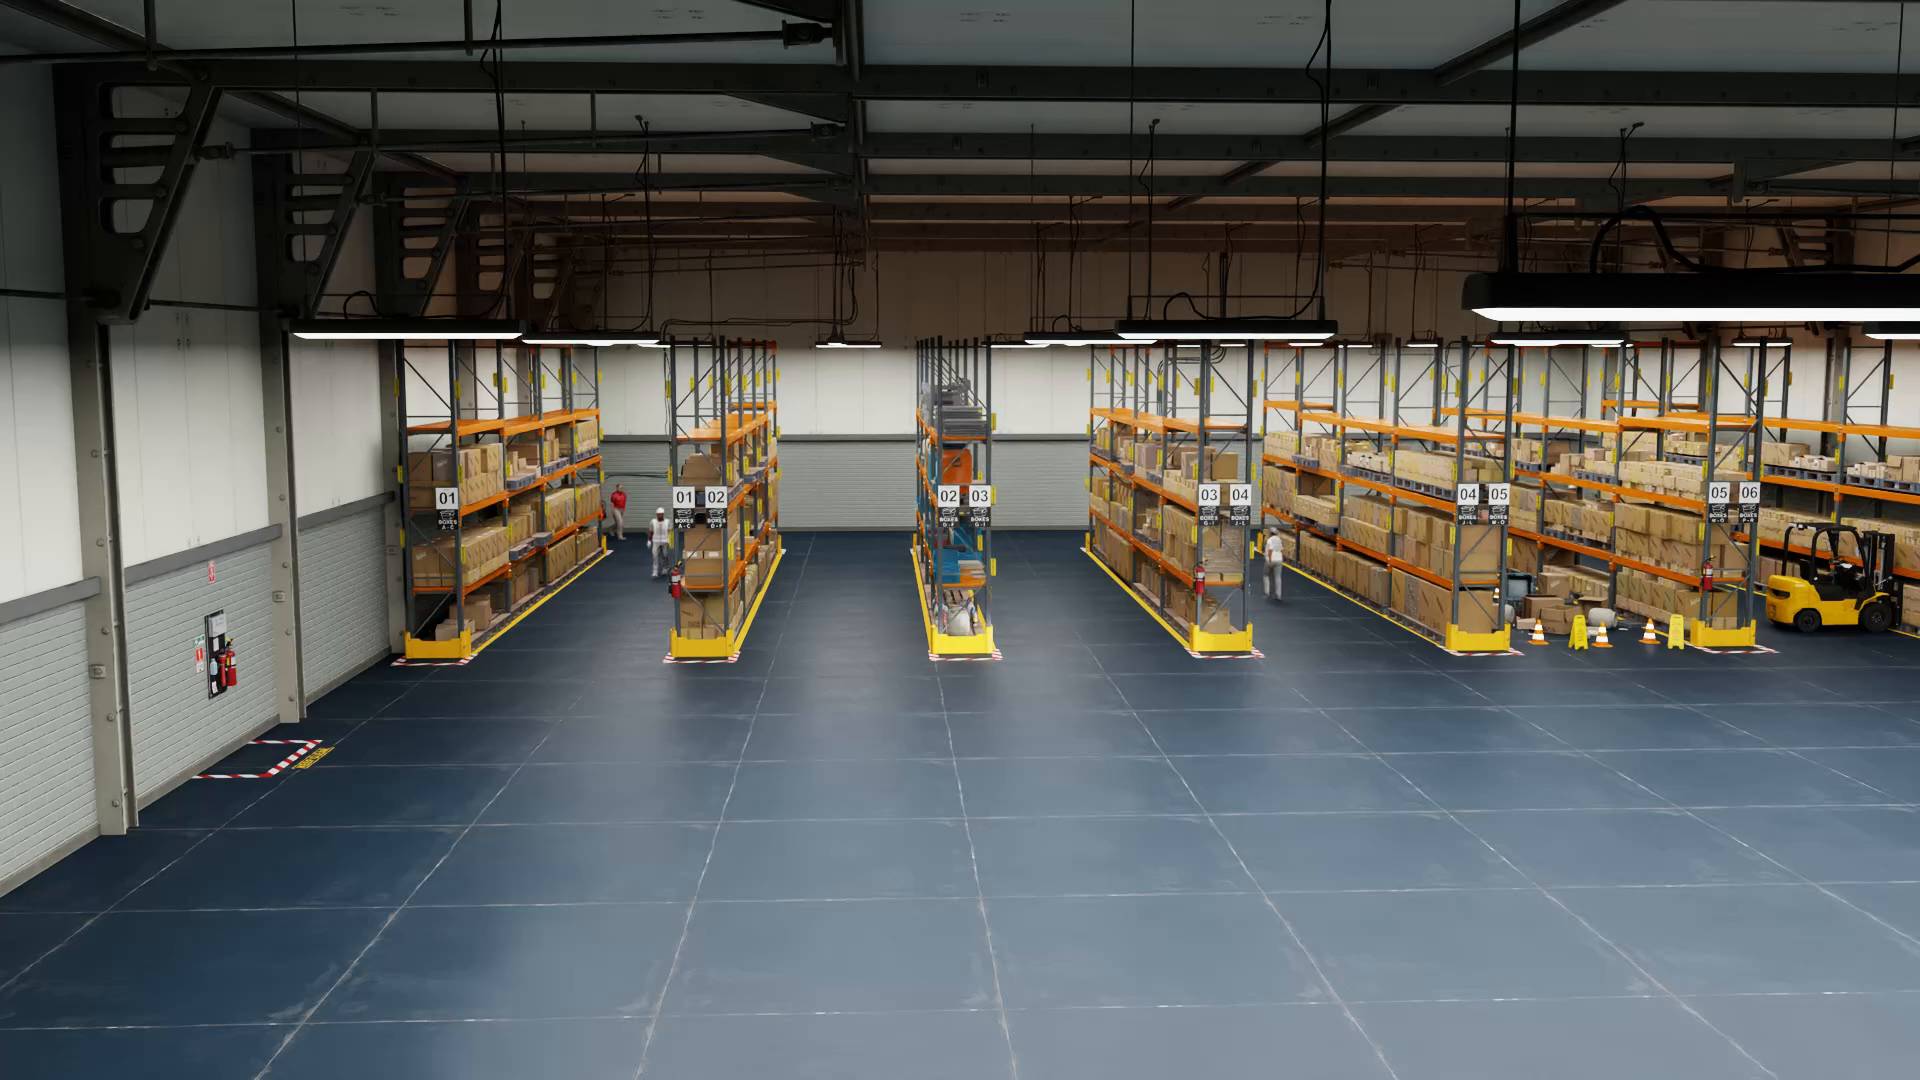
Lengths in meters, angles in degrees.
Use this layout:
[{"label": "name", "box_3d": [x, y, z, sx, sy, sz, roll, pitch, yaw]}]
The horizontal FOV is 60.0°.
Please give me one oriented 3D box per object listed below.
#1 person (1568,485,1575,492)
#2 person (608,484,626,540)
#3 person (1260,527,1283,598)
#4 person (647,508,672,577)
[{"label": "person", "box_3d": [18.178, -0.794, 49.494, 0.723, 1.768, 0.564, -6, 9, -44]}, {"label": "person", "box_3d": [-10.415, -0.867, 50.518, 0.877, 1.687, 0.539, 4, 8, 30]}, {"label": "person", "box_3d": [7.274, 0.556, 38.536, 0.502, 1.701, 0.626, -1, 7, -12]}, {"label": "person", "box_3d": [-7.622, 0.045, 42.171, 0.652, 1.714, 1.054, -1, 7, -8]}]
